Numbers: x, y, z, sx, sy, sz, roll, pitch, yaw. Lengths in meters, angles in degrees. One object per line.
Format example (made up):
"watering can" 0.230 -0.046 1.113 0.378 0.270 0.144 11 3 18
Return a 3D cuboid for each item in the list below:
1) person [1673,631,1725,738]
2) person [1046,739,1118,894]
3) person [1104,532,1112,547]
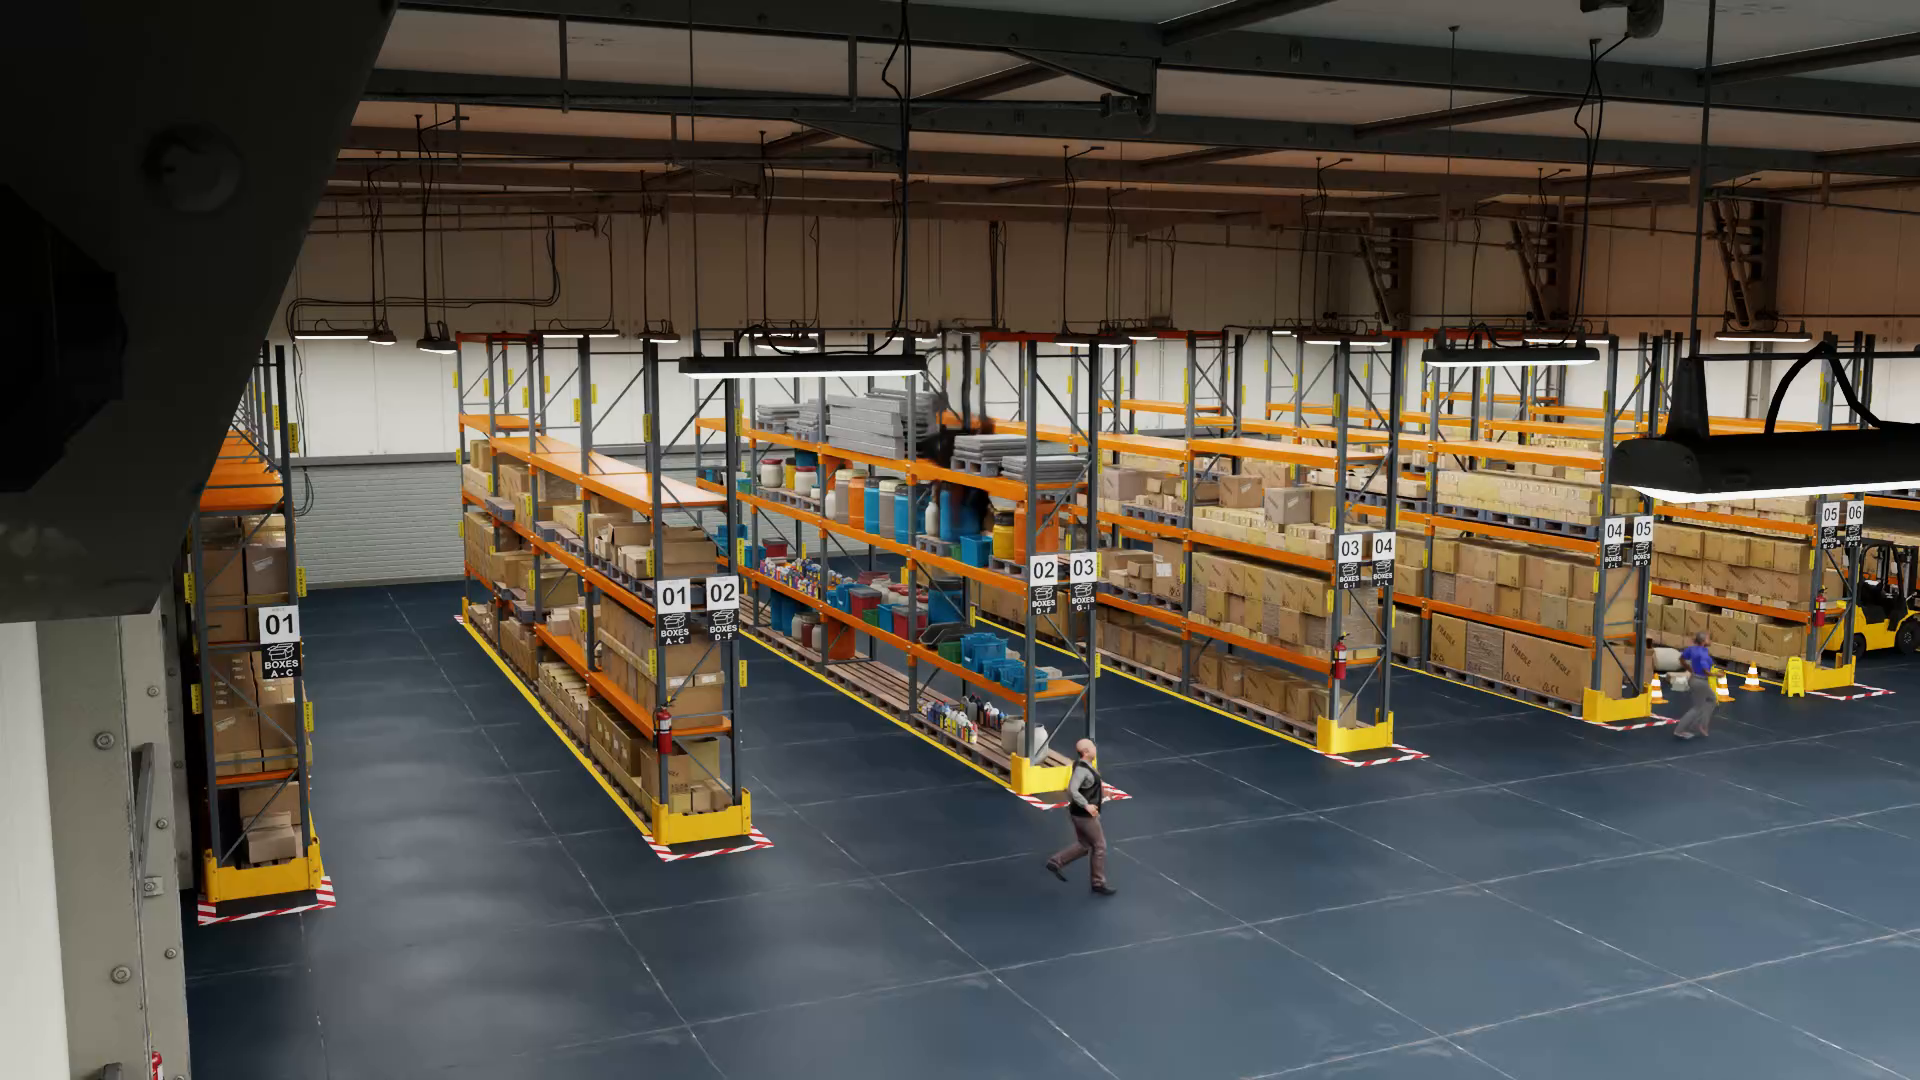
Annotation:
"person" 11.057 2.190 24.863 0.681 1.678 0.575 1 8 6
"person" 1.346 3.031 18.279 0.803 1.725 0.665 0 8 1
"person" 3.820 -0.149 41.895 0.940 1.663 0.568 -7 10 -41
